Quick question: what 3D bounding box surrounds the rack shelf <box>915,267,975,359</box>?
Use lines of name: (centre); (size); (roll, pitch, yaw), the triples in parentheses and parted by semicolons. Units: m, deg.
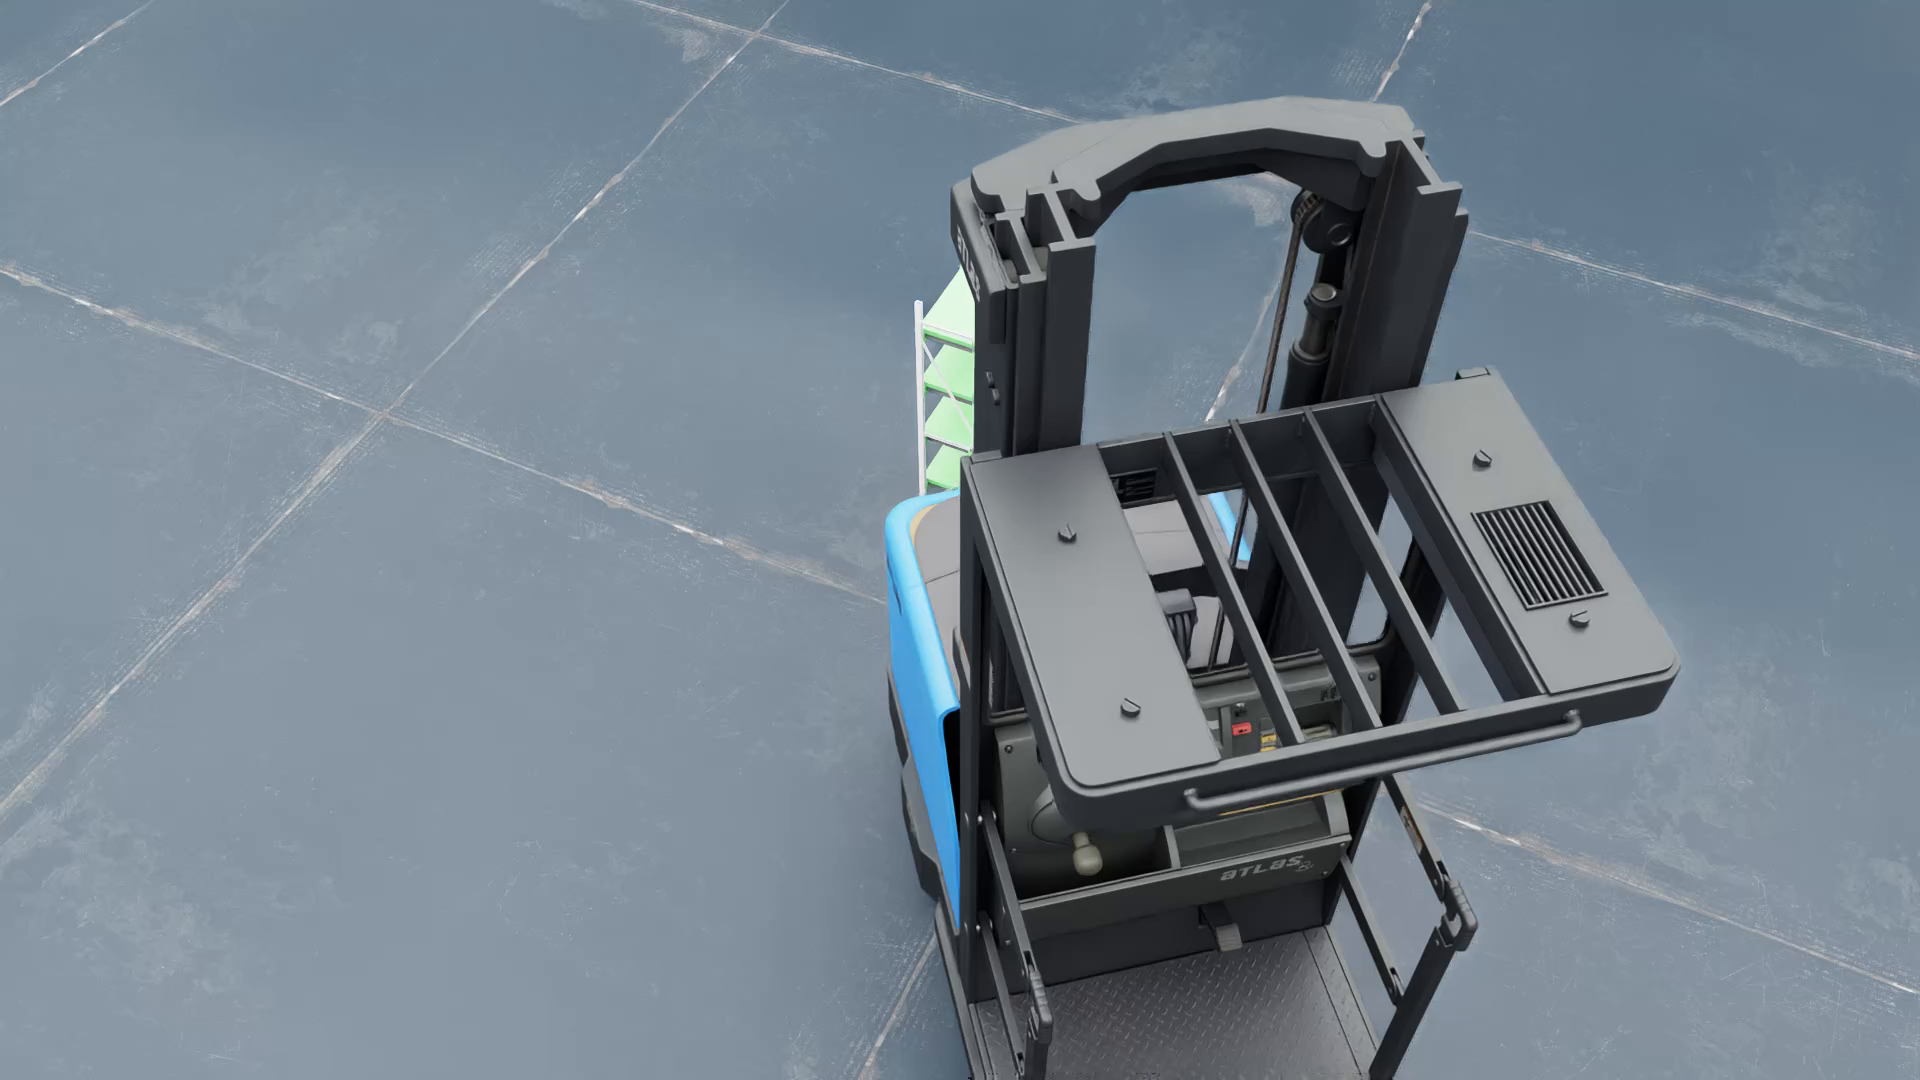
rack shelf: (0.071, -0.772, 5.573); (0.258, 0.148, 0.480); (20, 52, 16)

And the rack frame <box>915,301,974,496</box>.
rack frame: (-0.034, -0.335, 5.747); (0.240, 1.200, 0.015); (20, 52, 16)

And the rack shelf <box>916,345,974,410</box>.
rack shelf: (0.071, -0.617, 5.756); (0.258, 0.148, 0.480); (20, 52, 16)

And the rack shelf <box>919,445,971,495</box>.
rack shelf: (0.071, -0.306, 6.121); (0.258, 0.148, 0.480); (20, 52, 16)

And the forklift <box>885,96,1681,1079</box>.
forklift: (0.596, 0.641, 3.780); (1.130, 2.935, 3.031); (-10, 50, -9)

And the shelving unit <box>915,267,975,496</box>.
shelving unit: (0.071, -0.503, 5.890); (0.258, 1.200, 0.503); (20, 52, 16)

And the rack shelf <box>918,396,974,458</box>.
rack shelf: (0.071, -0.461, 5.939); (0.258, 0.148, 0.480); (20, 52, 16)
